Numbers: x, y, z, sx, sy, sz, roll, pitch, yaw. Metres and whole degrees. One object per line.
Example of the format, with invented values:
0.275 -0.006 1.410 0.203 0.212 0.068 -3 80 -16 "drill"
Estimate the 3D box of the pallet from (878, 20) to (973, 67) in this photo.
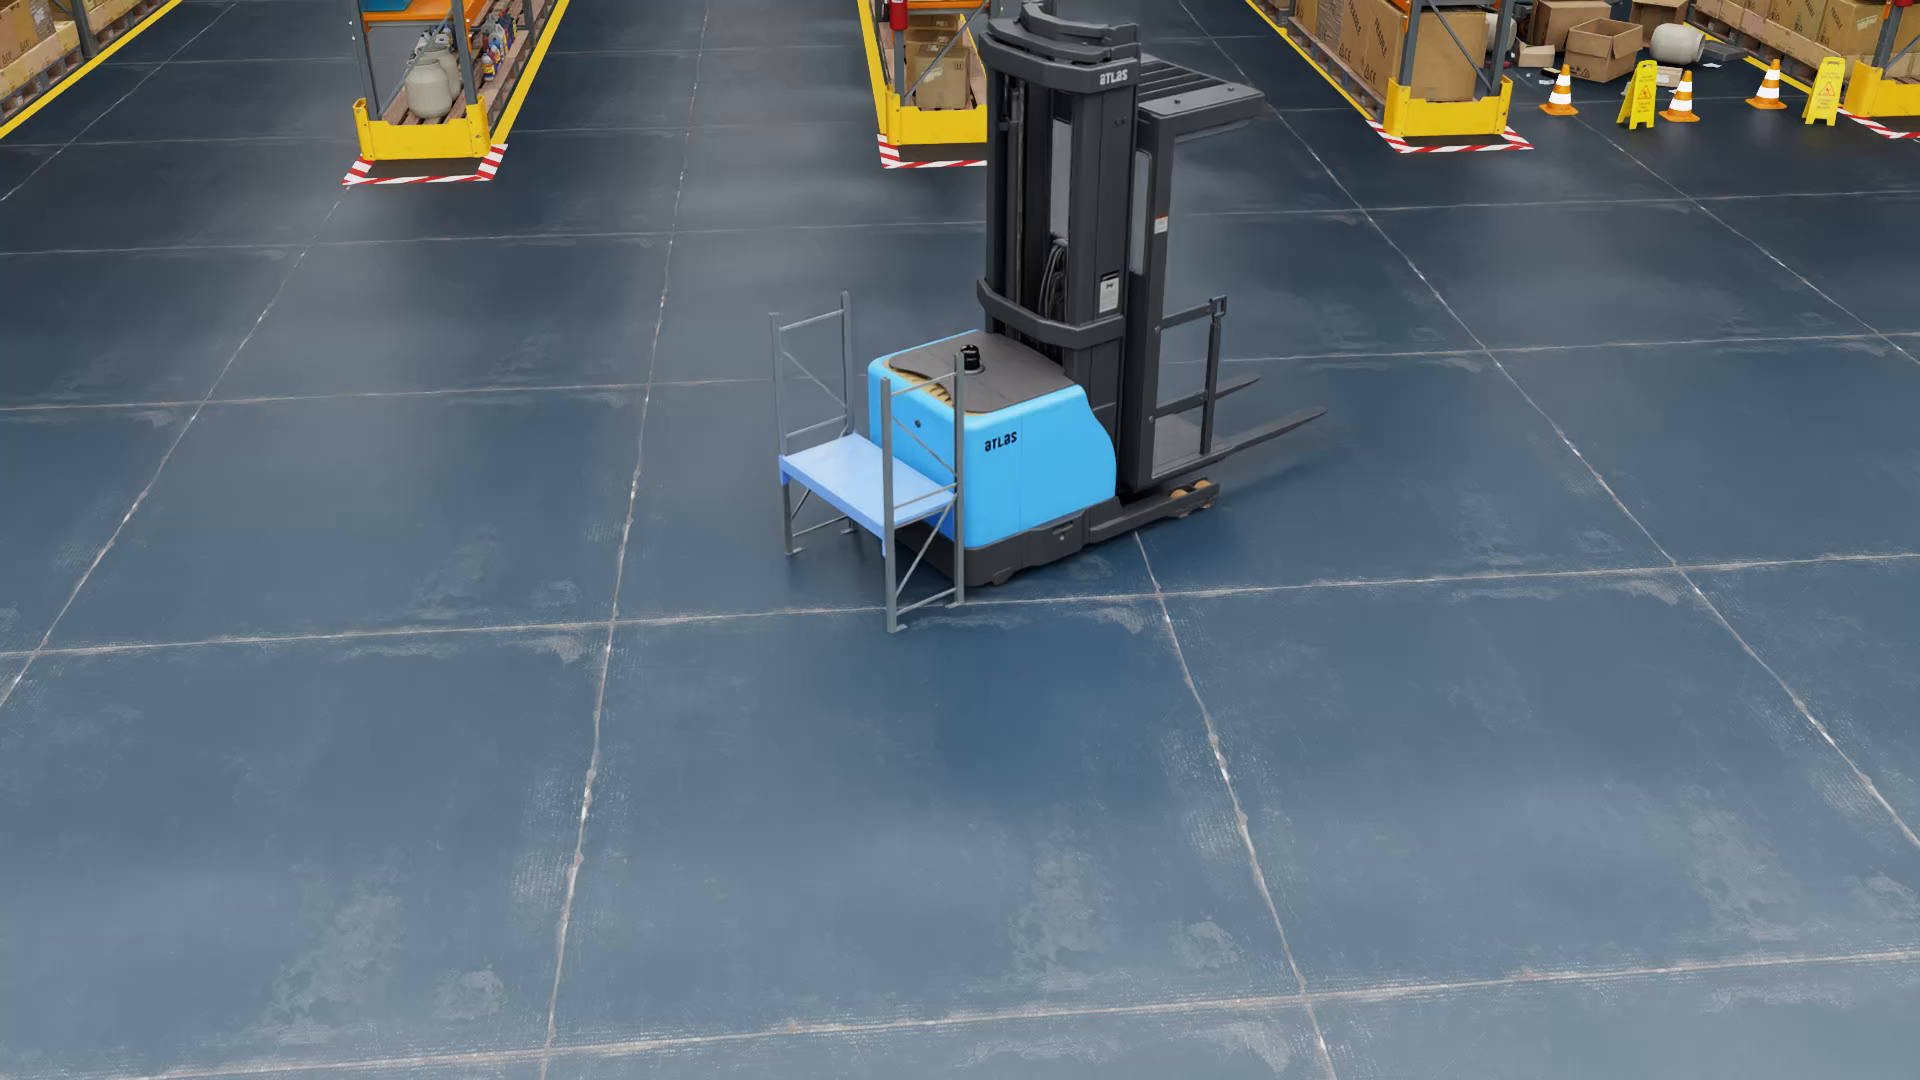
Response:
-0.403 -5.707 19.098 1.003 0.211 1.213 -3 31 -5 "pallet"

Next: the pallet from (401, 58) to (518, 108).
-5.294 -4.842 17.650 1.003 0.211 1.213 -3 31 -5 "pallet"

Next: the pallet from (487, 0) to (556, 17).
-5.661 -6.834 20.986 1.003 0.211 1.213 -3 31 -5 "pallet"

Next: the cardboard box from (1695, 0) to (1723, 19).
9.152 -6.406 19.821 0.500 0.250 0.500 -4 31 -7 "cardboard box"

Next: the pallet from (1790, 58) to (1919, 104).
9.692 -4.936 17.808 1.003 0.211 1.213 -3 31 -5 "pallet"

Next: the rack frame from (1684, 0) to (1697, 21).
9.366 -7.720 19.750 1.000 3.000 0.127 -3 31 -5 "rack frame"

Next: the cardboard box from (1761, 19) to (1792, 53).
9.301 -5.609 18.488 0.500 0.250 0.500 -4 31 -6 "cardboard box"

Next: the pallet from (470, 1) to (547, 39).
-5.544 -6.210 19.941 1.003 0.211 1.213 -3 31 -5 "pallet"

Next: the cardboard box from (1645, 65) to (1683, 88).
7.606 -5.026 18.019 0.380 0.149 0.250 13 33 21 "cardboard box"

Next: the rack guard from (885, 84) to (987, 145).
-0.134 -4.169 16.242 1.175 0.500 0.348 -3 31 -5 "rack guard"

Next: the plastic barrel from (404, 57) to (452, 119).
-5.196 -4.410 16.225 0.421 0.512 0.421 0 31 0 "plastic barrel"

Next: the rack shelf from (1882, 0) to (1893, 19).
9.553 -6.390 18.225 1.077 0.370 4.000 -3 31 -5 "rack shelf"

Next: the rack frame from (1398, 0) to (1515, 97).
4.821 -5.389 15.847 1.000 3.000 0.127 -3 31 -5 "rack frame"

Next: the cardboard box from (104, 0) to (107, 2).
-10.196 -6.492 19.418 0.500 0.311 0.500 -3 31 -5 "cardboard box"

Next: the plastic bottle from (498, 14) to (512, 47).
-5.067 -5.647 18.432 0.144 0.351 0.185 -4 31 -7 "plastic bottle"

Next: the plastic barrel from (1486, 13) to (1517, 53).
6.080 -5.820 19.080 0.512 0.421 0.421 20 36 29 "plastic barrel"

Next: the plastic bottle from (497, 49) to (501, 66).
-4.968 -5.170 17.781 0.097 0.201 0.097 0 31 0 "plastic bottle"

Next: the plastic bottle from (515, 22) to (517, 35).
-5.088 -5.825 18.877 0.097 0.201 0.097 0 31 0 "plastic bottle"

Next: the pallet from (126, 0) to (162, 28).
-10.589 -6.574 20.550 1.003 0.211 1.213 -3 31 -5 "pallet"

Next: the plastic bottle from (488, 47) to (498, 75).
-4.921 -5.045 17.492 0.061 0.283 0.133 -2 31 -4 "plastic bottle"

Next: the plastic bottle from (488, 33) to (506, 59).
-5.026 -5.366 18.036 0.152 0.276 0.135 -2 31 -4 "plastic bottle"

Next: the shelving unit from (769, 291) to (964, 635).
-0.498 -0.428 9.004 0.538 1.500 1.048 -22 37 -32 "shelving unit"

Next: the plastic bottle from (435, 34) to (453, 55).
-5.567 -5.302 17.928 0.152 0.276 0.135 -3 31 -5 "plastic bottle"

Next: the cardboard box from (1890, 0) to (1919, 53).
9.937 -5.437 17.468 0.500 0.500 0.500 -4 31 -6 "cardboard box"

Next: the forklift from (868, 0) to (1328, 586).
0.956 -1.591 9.556 3.031 2.935 1.130 -20 36 -30 "forklift"

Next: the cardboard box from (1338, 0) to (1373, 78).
4.607 -5.449 17.611 0.875 0.875 0.875 -3 31 -5 "cardboard box"

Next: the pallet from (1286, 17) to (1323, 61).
4.440 -5.842 19.325 1.003 0.211 1.213 -3 31 -5 "pallet"

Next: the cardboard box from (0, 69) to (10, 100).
-9.916 -4.525 16.672 0.500 0.250 0.500 -3 31 -5 "cardboard box"

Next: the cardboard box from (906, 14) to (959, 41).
-0.306 -5.541 18.130 0.500 0.500 0.500 -5 31 -9 "cardboard box"

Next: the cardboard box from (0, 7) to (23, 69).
-9.957 -5.102 16.908 0.500 0.500 0.500 -3 31 -5 "cardboard box"

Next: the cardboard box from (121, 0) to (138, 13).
-10.253 -6.516 20.005 0.500 0.250 0.500 -4 31 -6 "cardboard box"

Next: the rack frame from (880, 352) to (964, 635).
-0.186 -0.222 8.659 0.500 1.500 0.032 -22 37 -32 "rack frame"

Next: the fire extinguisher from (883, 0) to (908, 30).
-0.575 -5.089 15.421 0.296 0.674 0.183 -3 31 -5 "fire extinguisher"

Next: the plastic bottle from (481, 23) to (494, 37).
-5.212 -5.595 18.418 0.152 0.276 0.135 -3 31 -5 "plastic bottle"

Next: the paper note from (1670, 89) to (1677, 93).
7.669 -4.790 17.740 0.148 0.019 0.142 -14 33 -22 "paper note"

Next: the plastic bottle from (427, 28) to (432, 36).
-5.778 -5.416 18.112 0.061 0.283 0.133 -1 31 -2 "plastic bottle"

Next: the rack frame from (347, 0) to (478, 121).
-5.059 -4.966 15.138 1.000 3.000 0.127 -3 31 -5 "rack frame"

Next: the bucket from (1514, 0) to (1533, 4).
6.755 -6.719 19.784 0.726 0.611 0.620 8 22 13 "bucket"

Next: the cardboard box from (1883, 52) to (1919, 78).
9.939 -5.103 17.640 0.500 0.250 0.500 -3 31 -5 "cardboard box"

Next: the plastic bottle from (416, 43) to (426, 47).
-5.676 -5.103 17.595 0.152 0.276 0.135 -4 31 -6 "plastic bottle"

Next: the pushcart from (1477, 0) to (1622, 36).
7.100 -6.459 20.196 1.648 0.377 0.936 -14 33 -22 "pushcart"

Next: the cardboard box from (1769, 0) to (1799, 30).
9.313 -5.920 18.277 0.500 0.500 0.500 -3 31 -6 "cardboard box"

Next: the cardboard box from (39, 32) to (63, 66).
-10.066 -5.290 17.954 0.500 0.250 0.500 -3 31 -5 "cardboard box"

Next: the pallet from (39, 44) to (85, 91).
-10.332 -5.167 18.195 1.003 0.211 1.213 -3 31 -5 "pallet"

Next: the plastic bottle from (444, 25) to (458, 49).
-5.626 -5.634 18.412 0.144 0.351 0.185 -3 31 -5 "plastic bottle"

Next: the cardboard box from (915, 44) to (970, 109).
-0.169 -4.630 16.604 0.500 0.500 0.500 3 31 5 "cardboard box"

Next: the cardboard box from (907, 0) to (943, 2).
-0.359 -5.231 15.827 0.380 0.149 0.250 -3 31 -5 "cardboard box"

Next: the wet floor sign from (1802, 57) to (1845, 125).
8.692 -4.519 16.686 0.267 0.644 0.232 8 32 13 "wet floor sign"

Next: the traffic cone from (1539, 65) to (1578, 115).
6.185 -4.639 17.065 0.336 0.463 0.334 -3 31 -5 "traffic cone"

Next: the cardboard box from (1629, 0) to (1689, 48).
8.111 -6.036 19.365 0.500 0.500 0.500 20 36 29 "cardboard box"
